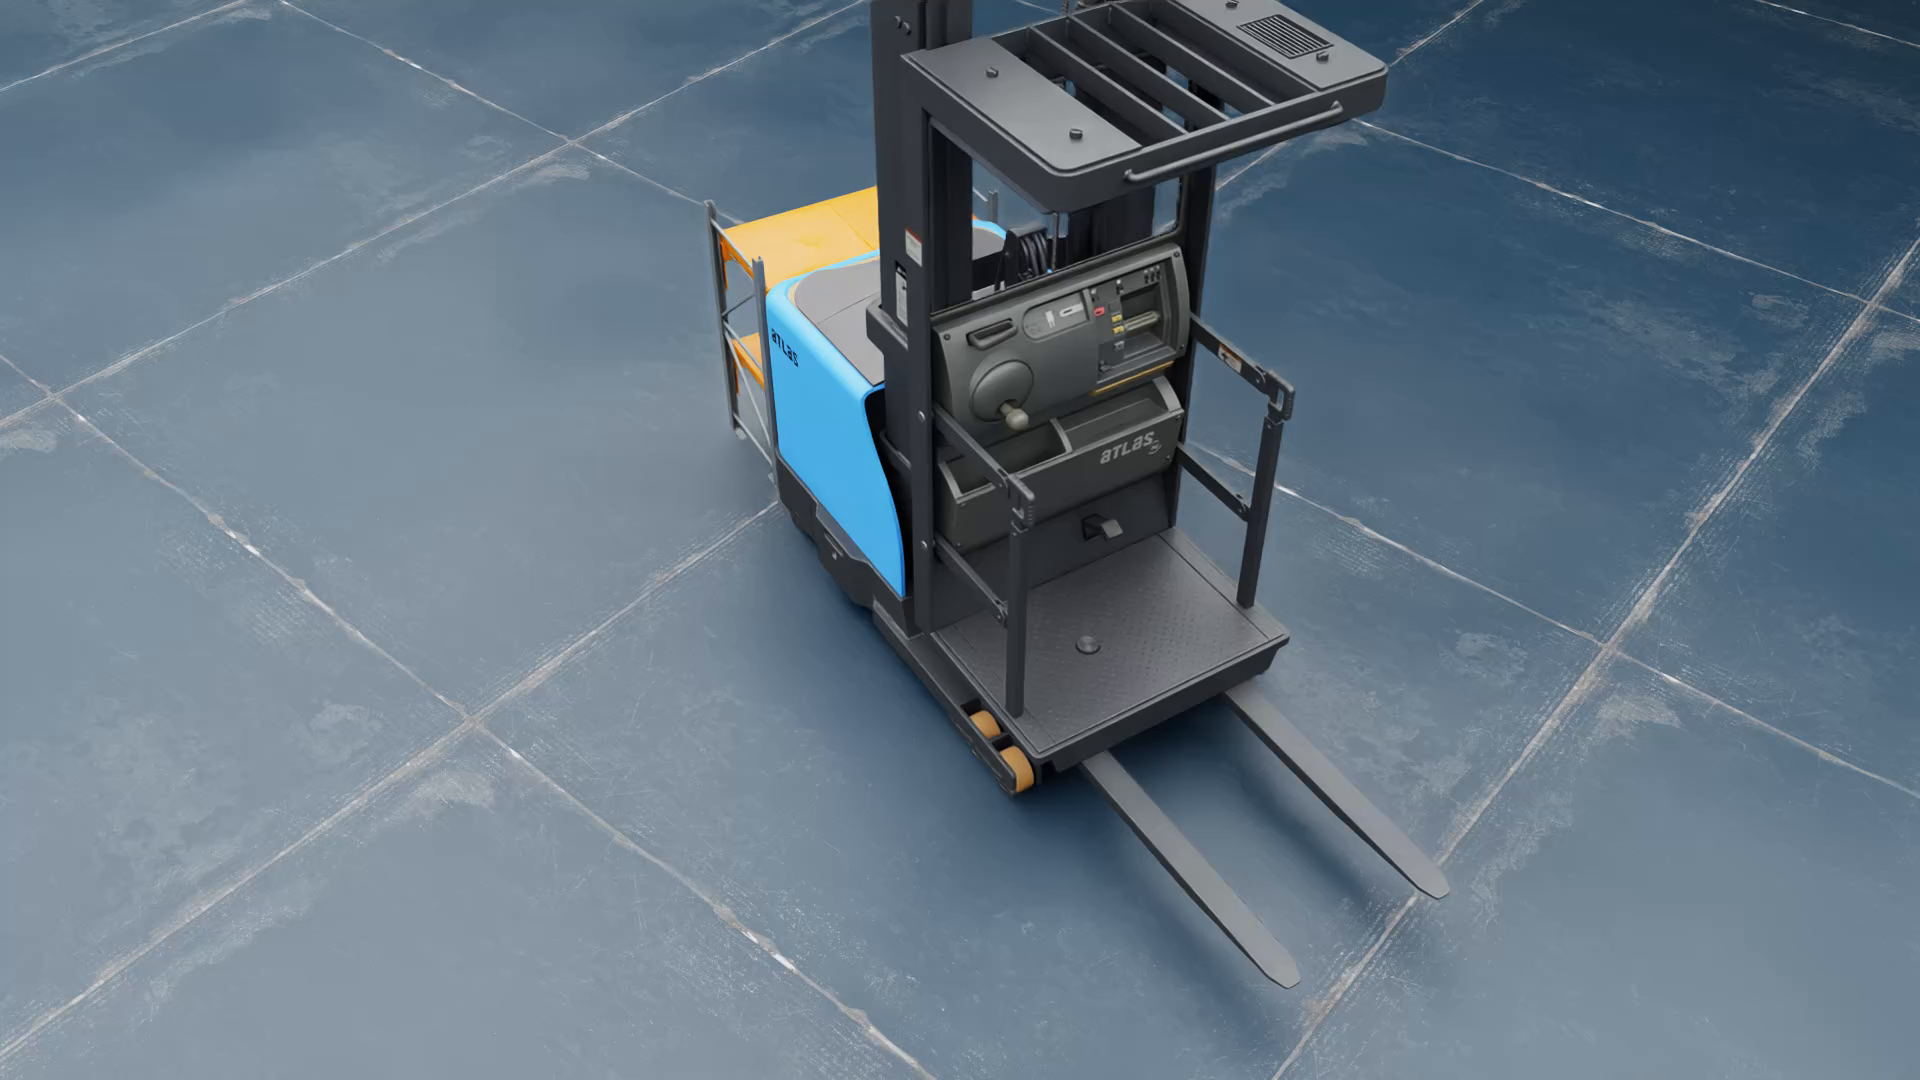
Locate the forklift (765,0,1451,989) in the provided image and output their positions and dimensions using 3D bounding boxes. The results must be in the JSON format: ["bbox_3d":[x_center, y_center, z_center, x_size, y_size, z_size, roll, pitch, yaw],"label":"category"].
[{"bbox_3d":[0.461,-0.566,5.194,1.130,2.935,3.031,-23,47,-23],"label":"forklift"}]

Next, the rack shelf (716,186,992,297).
[{"bbox_3d":[-0.430,-1.160,6.755,1.000,0.278,0.538,-21,46,-21],"label":"rack shelf"}]

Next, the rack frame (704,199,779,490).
[{"bbox_3d":[-0.872,-0.775,6.767,0.032,1.125,0.500,-21,46,-21],"label":"rack frame"}]

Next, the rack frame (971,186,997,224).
[{"bbox_3d":[0.013,-1.112,7.137,0.032,1.125,0.500,-21,46,-21],"label":"rack frame"}]

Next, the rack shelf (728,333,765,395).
[{"bbox_3d":[-0.430,-0.763,7.116,1.000,0.278,0.538,-21,46,-21],"label":"rack shelf"}]

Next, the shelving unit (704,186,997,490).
[{"bbox_3d":[-0.430,-0.944,6.952,1.048,1.125,0.538,-21,46,-21],"label":"shelving unit"}]
